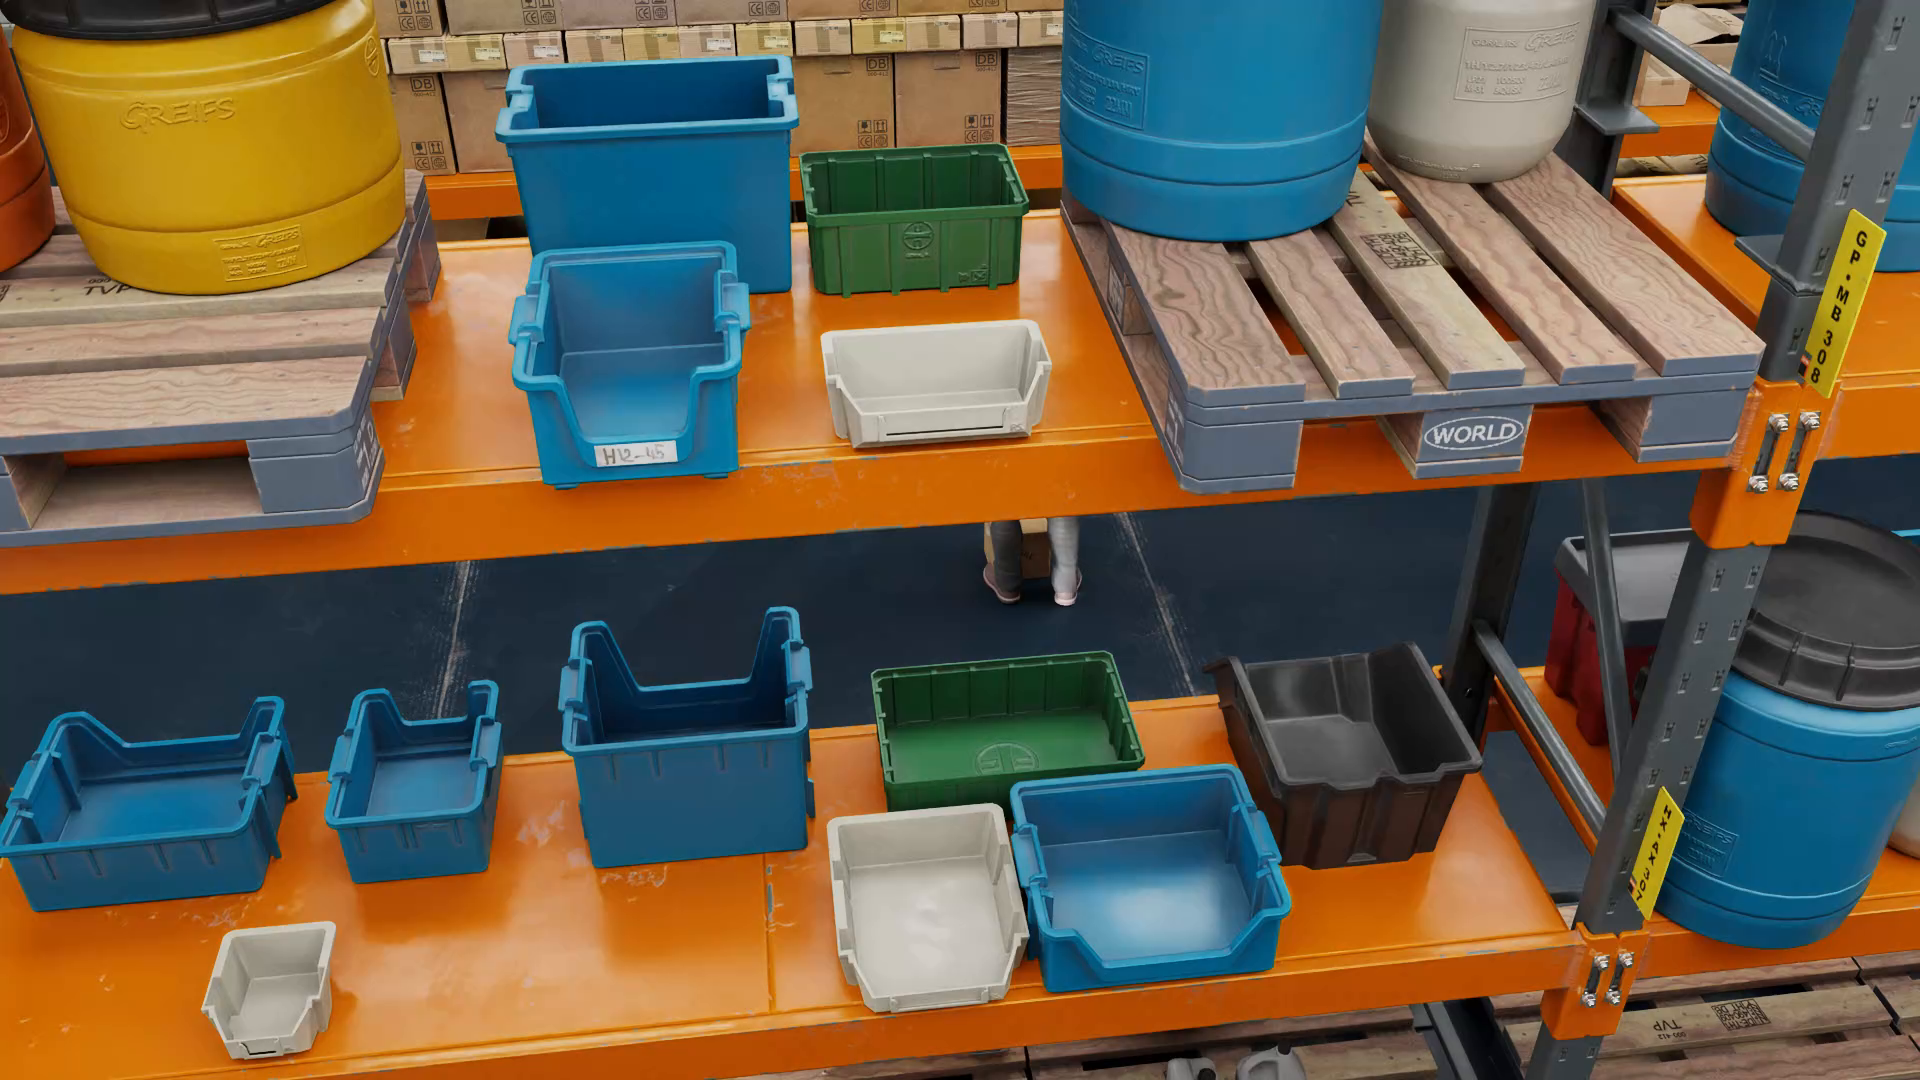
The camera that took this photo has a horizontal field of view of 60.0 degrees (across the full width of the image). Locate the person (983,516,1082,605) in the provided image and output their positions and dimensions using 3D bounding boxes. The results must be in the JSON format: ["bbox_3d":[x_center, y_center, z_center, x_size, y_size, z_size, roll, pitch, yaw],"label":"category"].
[{"bbox_3d":[0.295,-0.451,6.794,0.503,1.654,0.395,-4,35,-6],"label":"person"}]
